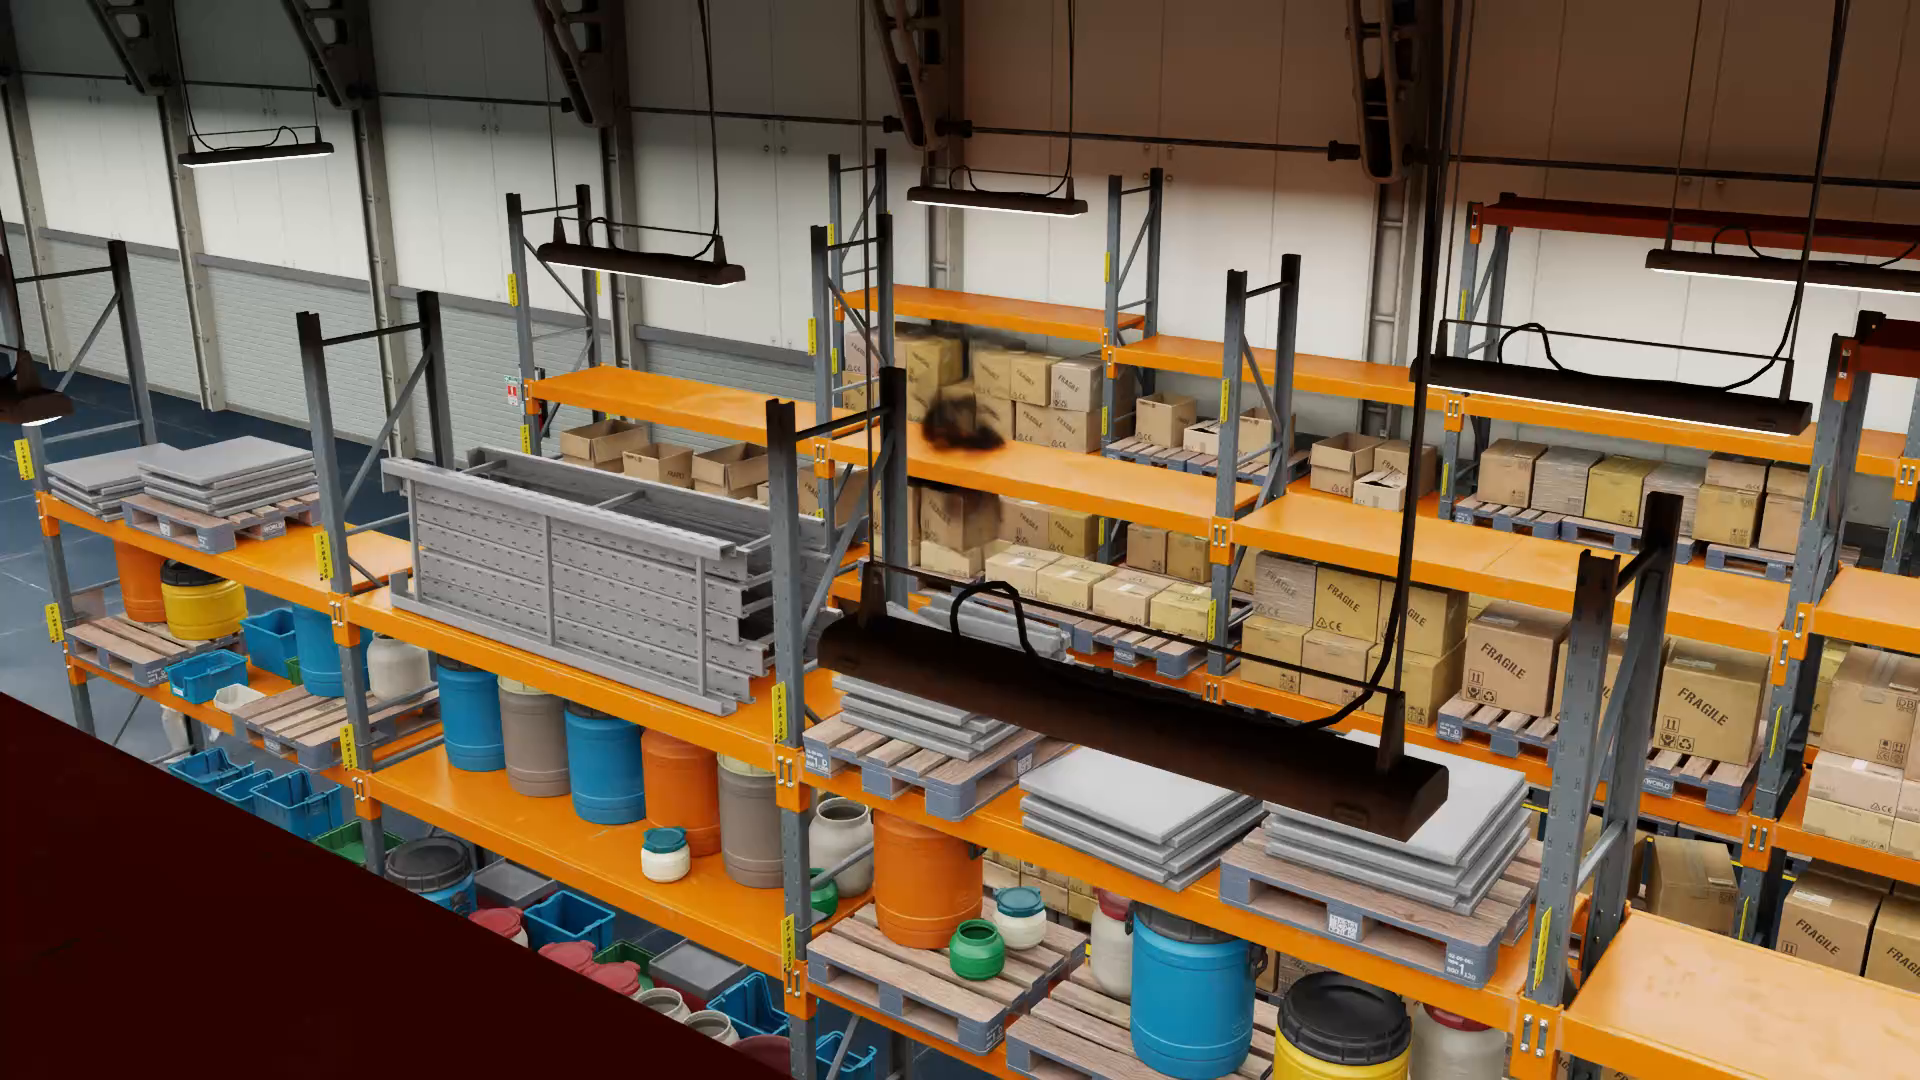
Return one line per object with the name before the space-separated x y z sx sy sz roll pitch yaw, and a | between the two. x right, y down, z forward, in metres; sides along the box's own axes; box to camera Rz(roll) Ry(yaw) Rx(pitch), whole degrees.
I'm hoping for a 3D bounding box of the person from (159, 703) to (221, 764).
person | -8.305 1.525 17.812 0.754 1.739 0.713 -13 22 -33
